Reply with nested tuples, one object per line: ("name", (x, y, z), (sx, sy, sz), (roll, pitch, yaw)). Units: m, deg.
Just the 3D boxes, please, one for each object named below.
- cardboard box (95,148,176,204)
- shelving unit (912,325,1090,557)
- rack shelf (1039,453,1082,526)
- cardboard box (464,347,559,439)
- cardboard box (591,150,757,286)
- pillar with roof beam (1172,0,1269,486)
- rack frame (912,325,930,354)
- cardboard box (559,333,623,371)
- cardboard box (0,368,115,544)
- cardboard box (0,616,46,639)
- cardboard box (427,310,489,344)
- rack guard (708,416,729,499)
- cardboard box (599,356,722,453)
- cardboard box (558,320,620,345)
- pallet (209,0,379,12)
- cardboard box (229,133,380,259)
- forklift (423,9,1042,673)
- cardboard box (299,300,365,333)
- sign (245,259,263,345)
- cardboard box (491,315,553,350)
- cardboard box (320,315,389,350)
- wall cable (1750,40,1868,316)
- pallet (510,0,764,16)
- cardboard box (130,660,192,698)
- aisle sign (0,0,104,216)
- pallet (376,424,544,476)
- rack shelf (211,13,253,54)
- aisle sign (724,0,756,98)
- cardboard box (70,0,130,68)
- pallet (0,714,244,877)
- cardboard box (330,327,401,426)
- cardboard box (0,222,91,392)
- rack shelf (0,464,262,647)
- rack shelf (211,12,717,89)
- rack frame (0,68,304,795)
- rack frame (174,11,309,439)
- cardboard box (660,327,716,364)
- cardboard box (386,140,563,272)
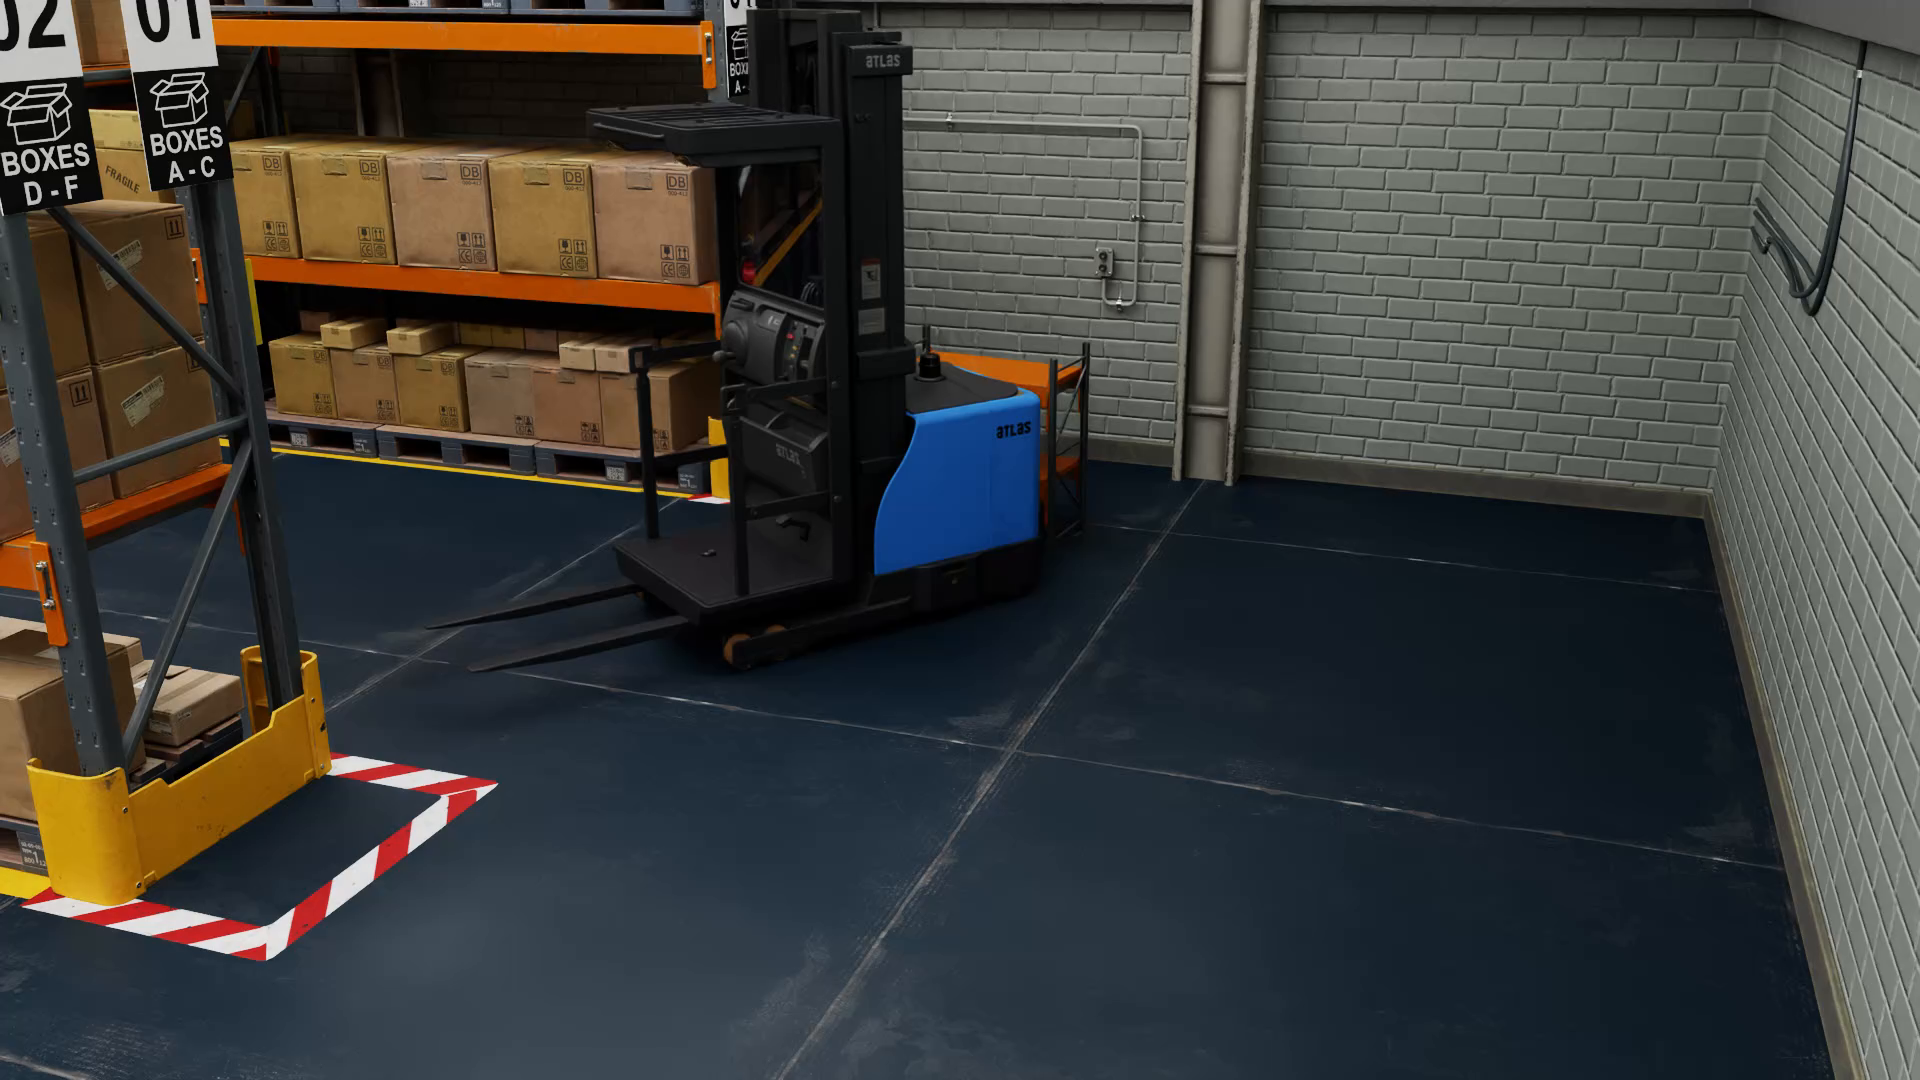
("cardboard box", (-5.533, -2.451, 11.418), (0.500, 0.500, 0.500), (6, 20, 17))
("shelving unit", (0.152, -0.585, 9.546), (1.048, 1.125, 0.538), (9, 21, 25))
("rack shelf", (0.152, -0.355, 9.627), (1.000, 0.278, 0.538), (9, 21, 25))
("cardboard box", (-2.878, -1.021, 11.109), (0.500, 0.500, 0.700), (6, 20, 16))
("cardboard box", (-1.721, -2.044, 10.428), (0.700, 0.700, 0.980), (7, 21, 21))
("pillar with roof beam", (0.186, -3.322, 5.436), (0.400, 9.000, 9.100), (7, 20, 18))
("rack frame", (-0.302, -0.661, 9.763), (0.032, 1.125, 0.500), (9, 21, 25))
("cardboard box", (-2.353, -1.204, 10.648), (0.250, 0.149, 0.380), (7, 20, 20))
("cardboard box", (-3.370, -0.321, 5.788), (0.500, 0.500, 0.500), (7, 20, 20))
("cardboard box", (-4.223, 0.526, 7.020), (0.500, 0.250, 0.500), (7, 20, 18))
("cardboard box", (-3.428, -1.460, 11.381), (0.250, 0.149, 0.380), (7, 20, 19))
("rack guard", (-1.213, -0.668, 10.733), (0.348, 0.500, 1.175), (7, 20, 18))
("cardboard box", (-1.930, -0.913, 10.799), (0.500, 0.500, 0.700), (7, 20, 18))
("cardboard box", (-2.461, -1.350, 11.066), (0.250, 0.149, 0.380), (7, 20, 19))
("pallet", (-4.245, -3.566, 10.826), (1.213, 0.211, 1.003), (7, 20, 18))
("cardboard box", (-4.507, -2.361, 11.336), (0.700, 0.700, 0.980), (7, 20, 19))
("forklift", (-1.075, -0.971, 7.909), (3.031, 2.935, 1.130), (-13, 23, -32))
("cardboard box", (-4.413, -1.572, 11.703), (0.250, 0.149, 0.380), (6, 20, 18))
("sign", (-2.680, -0.888, 6.250), (0.005, 0.325, 0.100), (7, 20, 18))
("cardboard box", (-2.944, -1.405, 11.223), (0.250, 0.149, 0.380), (7, 20, 19))
("cardboard box", (-4.078, -1.401, 11.212), (0.250, 0.149, 0.380), (7, 20, 20))
("wall cable", (3.990, -2.495, 7.781), (0.112, 2.526, 3.097), (7, 20, 18))
("pallet", (-1.940, -3.302, 10.070), (1.213, 0.211, 1.003), (7, 20, 18))
("cardboard box", (-3.377, 0.641, 6.817), (0.250, 0.166, 0.380), (7, 20, 18))
("aisle sign", (-2.894, -1.435, 5.187), (0.004, 0.787, 0.394), (7, 20, 18))
("pallet", (-3.165, -0.728, 11.345), (1.213, 0.211, 1.003), (7, 20, 18))
("rack shelf", (-6.904, -3.576, 11.813), (4.000, 0.370, 1.077), (7, 20, 18))
("aisle sign", (-1.266, -2.977, 9.611), (0.004, 0.787, 0.394), (7, 20, 18))
("cardboard box", (-3.260, -1.790, 5.826), (0.500, 0.250, 0.500), (7, 20, 18))
("pallet", (-3.683, 0.913, 6.638), (1.213, 0.211, 1.003), (7, 20, 18))
("cardboard box", (-3.868, -1.133, 11.429), (0.500, 0.500, 0.700), (6, 20, 18))
("cardboard box", (-3.369, -0.792, 5.620), (0.500, 0.500, 0.500), (6, 20, 18))
("rack shelf", (-4.747, -0.187, 6.647), (4.000, 0.370, 1.077), (7, 20, 18))
("rack shelf", (-3.125, -3.144, 10.573), (4.000, 0.370, 1.077), (7, 20, 18))
("rack frame", (-2.858, -0.310, 5.909), (0.127, 3.000, 1.000), (7, 20, 18))
("rack frame", (-5.014, -2.283, 11.568), (0.127, 3.000, 1.000), (7, 20, 18))
("cardboard box", (-1.746, -1.268, 10.832), (0.250, 0.149, 0.380), (7, 20, 18))
("cardboard box", (-3.129, -2.205, 10.888), (0.700, 0.700, 0.980), (6, 20, 15))
